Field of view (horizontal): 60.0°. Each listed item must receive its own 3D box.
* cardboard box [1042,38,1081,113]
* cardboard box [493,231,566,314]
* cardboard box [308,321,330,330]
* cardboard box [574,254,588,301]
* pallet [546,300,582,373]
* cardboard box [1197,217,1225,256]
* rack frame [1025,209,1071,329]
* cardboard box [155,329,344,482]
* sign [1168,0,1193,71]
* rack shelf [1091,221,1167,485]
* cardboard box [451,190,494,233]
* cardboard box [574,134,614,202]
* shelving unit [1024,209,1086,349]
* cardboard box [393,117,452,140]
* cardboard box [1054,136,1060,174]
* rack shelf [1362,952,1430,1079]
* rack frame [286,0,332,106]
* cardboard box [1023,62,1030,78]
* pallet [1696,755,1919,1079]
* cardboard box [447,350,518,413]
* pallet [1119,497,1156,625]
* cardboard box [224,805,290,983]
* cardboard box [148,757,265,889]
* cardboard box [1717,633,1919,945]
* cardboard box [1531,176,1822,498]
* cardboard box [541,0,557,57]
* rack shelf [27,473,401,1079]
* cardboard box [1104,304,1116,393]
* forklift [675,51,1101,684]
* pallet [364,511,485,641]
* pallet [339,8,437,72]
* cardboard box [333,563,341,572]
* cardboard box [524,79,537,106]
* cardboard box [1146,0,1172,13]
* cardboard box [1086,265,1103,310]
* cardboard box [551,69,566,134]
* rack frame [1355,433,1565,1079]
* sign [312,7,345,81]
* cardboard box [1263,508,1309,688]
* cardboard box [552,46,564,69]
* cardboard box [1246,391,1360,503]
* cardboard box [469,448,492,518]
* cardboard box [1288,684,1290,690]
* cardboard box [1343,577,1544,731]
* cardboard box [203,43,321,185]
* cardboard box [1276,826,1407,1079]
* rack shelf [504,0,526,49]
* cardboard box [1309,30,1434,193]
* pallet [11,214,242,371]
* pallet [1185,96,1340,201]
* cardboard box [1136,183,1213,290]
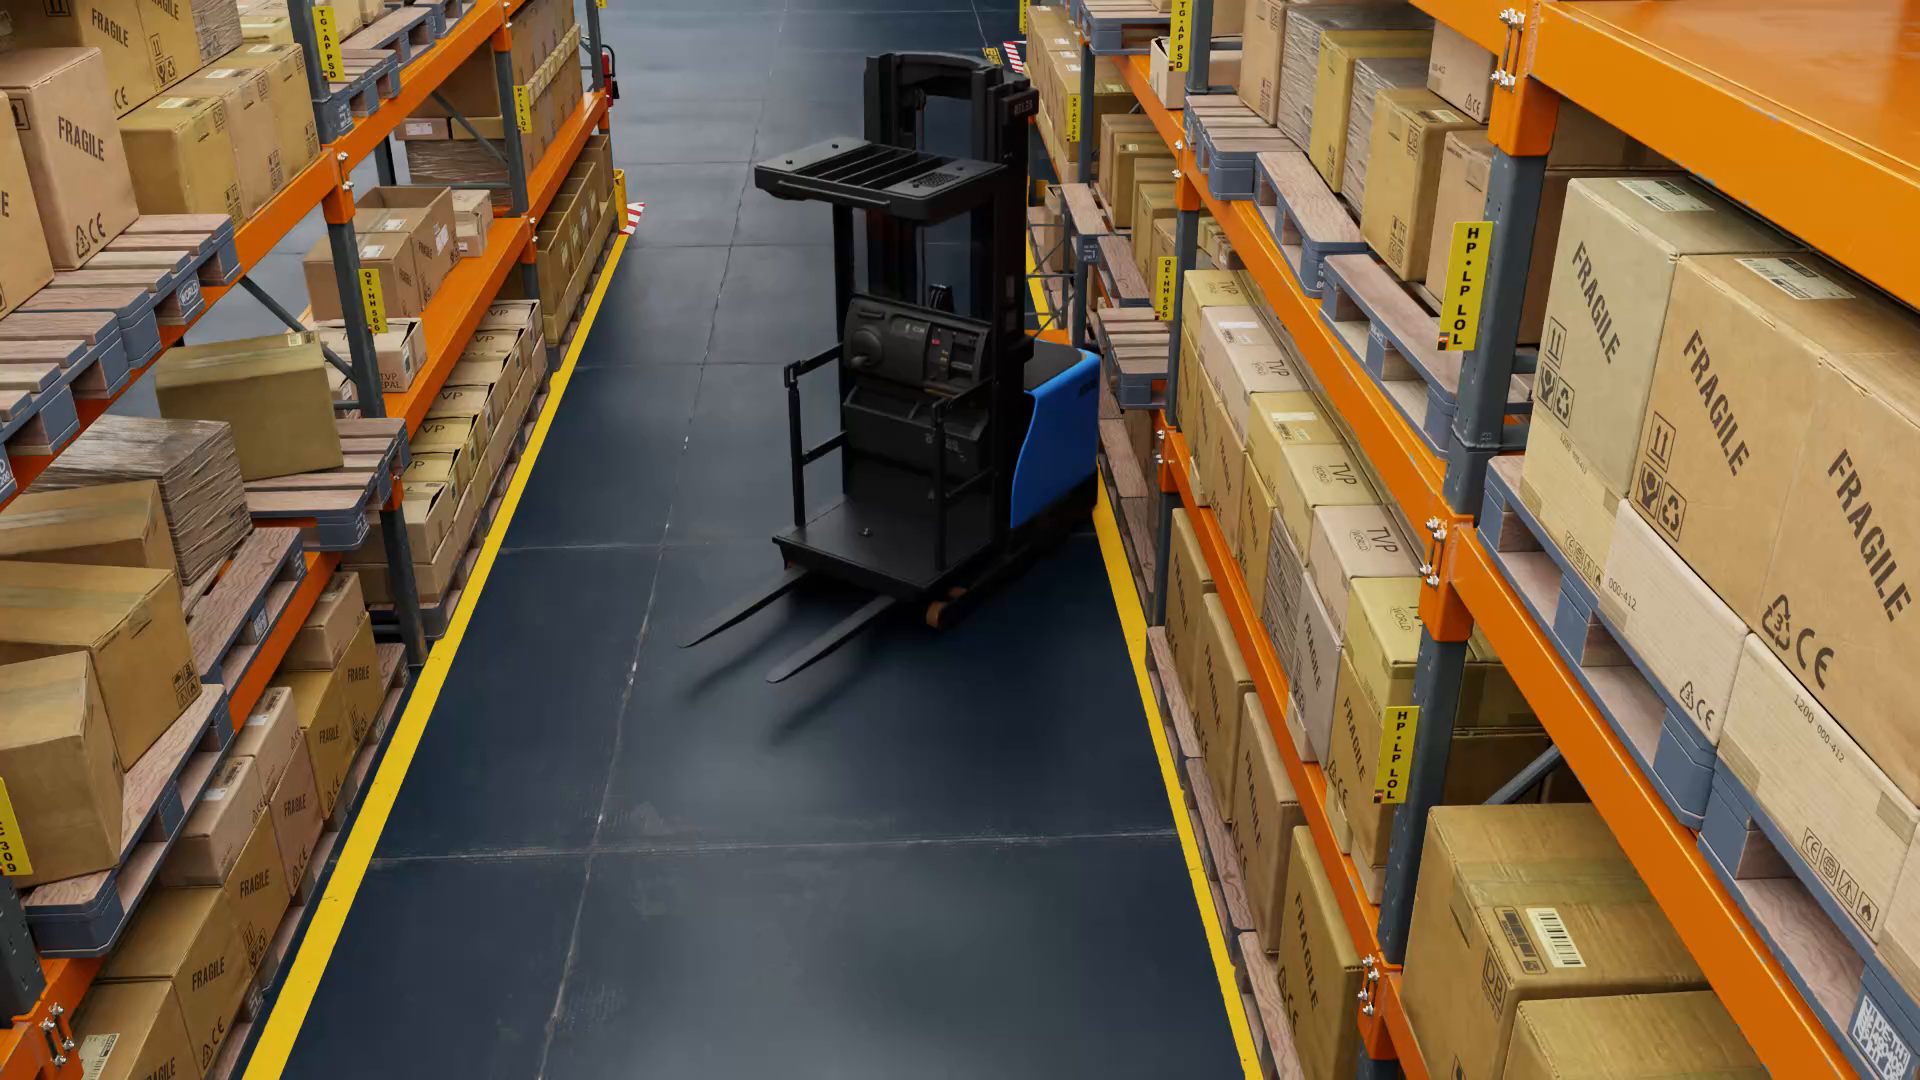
[{"bbox_3d":[0.944,-3.816,13.653,0.500,0.500,0.500,-1,28,-1],"label":"cardboard box"},{"bbox_3d":[-3.306,-2.027,12.602,0.500,0.500,0.500,-1,28,-3],"label":"cardboard box"},{"bbox_3d":[-3.508,-1.135,9.454,0.380,0.149,0.250,1,28,1],"label":"cardboard box"},{"bbox_3d":[-3.358,-2.157,13.660,0.500,0.250,0.500,-1,28,-3],"label":"cardboard box"},{"bbox_3d":[-3.594,-1.638,13.162,1.003,0.211,1.213,-1,28,-3],"label":"pallet"},{"bbox_3d":[1.482,-1.614,8.815,0.380,0.149,0.250,-6,28,-11],"label":"cardboard box"},{"bbox_3d":[0.500,-1.573,11.600,0.500,1.500,0.032,-1,29,-2],"label":"rack frame"},{"bbox_3d":[-3.240,-0.601,7.597,0.700,0.500,0.500,-11,29,-20],"label":"cardboard box"},{"bbox_3d":[1.019,-2.327,7.665,0.100,0.325,0.005,-1,28,-3],"label":"sign"},{"bbox_3d":[1.457,-1.385,10.439,1.077,0.370,4.000,-1,28,-3],"label":"rack shelf"},{"bbox_3d":[-3.525,-2.213,11.412,0.500,0.250,0.500,0,28,1],"label":"cardboard box"},{"bbox_3d":[-3.478,-3.412,15.257,0.500,0.500,0.500,-1,28,-3],"label":"cardboard box"},{"bbox_3d":[0.516,-1.325,11.146,0.587,1.500,1.083,-1,29,-2],"label":"shelving unit"},{"bbox_3d":[-3.822,-2.958,11.869,0.380,0.149,0.250,-1,28,-3],"label":"cardboard box"},{"bbox_3d":[1.007,-3.011,12.921,0.500,0.250,0.500,-1,28,-2],"label":"cardboard box"},{"bbox_3d":[1.875,2.310,3.356,1.077,0.370,4.000,-1,28,-3],"label":"rack shelf"},{"bbox_3d":[-3.385,-3.319,6.882,1.000,3.000,0.127,-1,28,-3],"label":"rack frame"},{"bbox_3d":[0.852,-4.184,15.169,0.500,0.250,0.500,-2,28,-4],"label":"cardboard box"},{"bbox_3d":[1.863,0.717,2.485,1.003,0.211,1.213,-1,28,-3],"label":"pallet"},{"bbox_3d":[-3.230,-1.071,10.972,0.500,0.311,0.500,-1,28,-3],"label":"cardboard box"},{"bbox_3d":[1.522,0.095,9.839,1.003,0.211,1.213,-1,28,-3],"label":"pallet"},{"bbox_3d":[-3.016,1.395,6.558,0.500,0.500,0.500,-1,28,-2],"label":"cardboard box"},{"bbox_3d":[-3.011,1.078,6.356,0.500,0.250,0.500,-1,28,-3],"label":"cardboard box"},{"bbox_3d":[1.589,0.371,2.651,0.500,0.250,0.500,-2,28,-4],"label":"cardboard box"},{"bbox_3d":[1.527,-0.423,3.363,0.500,0.500,0.500,-2,28,-3],"label":"cardboard box"},{"bbox_3d":[-3.729,-4.257,13.657,0.700,0.500,0.500,-1,28,-2],"label":"cardboard box"},{"bbox_3d":[-3.281,0.584,6.665,1.077,0.370,4.000,-1,28,-3],"label":"rack shelf"},{"bbox_3d":[1.407,-1.375,11.869,0.700,0.500,0.500,0,28,-1],"label":"cardboard box"},{"bbox_3d":[-0.371,-1.046,9.086,1.130,2.935,3.031,17,32,30],"label":"forklift"},{"bbox_3d":[-3.389,0.197,9.645,1.003,0.211,1.213,-1,28,-3],"label":"pallet"},{"bbox_3d":[-3.571,-2.733,9.206,1.003,0.211,1.213,0,28,0],"label":"pallet"},{"bbox_3d":[-3.656,0.137,9.263,0.500,0.250,0.500,-1,28,-1],"label":"cardboard box"},{"bbox_3d":[-3.469,-3.438,12.789,0.380,0.149,0.250,-2,28,-4],"label":"cardboard box"},{"bbox_3d":[1.366,-3.364,9.650,0.500,0.500,0.500,-2,28,-4],"label":"cardboard box"},{"bbox_3d":[1.258,-2.192,13.437,0.500,0.500,0.500,-3,28,-7],"label":"cardboard box"},{"bbox_3d":[-3.739,-3.710,14.011,0.700,0.500,0.500,-1,28,-2],"label":"cardboard box"},{"bbox_3d":[1.770,1.067,4.960,1.000,3.000,0.127,-1,28,-3],"label":"rack frame"},{"bbox_3d":[-2.843,-2.230,7.479,0.100,0.325,0.005,-1,28,-3],"label":"sign"},{"bbox_3d":[1.440,0.207,6.157,0.500,0.500,0.500,-1,28,-3],"label":"cardboard box"},{"bbox_3d":[-3.539,-4.037,13.937,0.380,0.149,0.250,-1,28,-1],"label":"cardboard box"},{"bbox_3d":[1.419,-0.367,6.448,0.500,0.250,0.500,-2,28,-4],"label":"cardboard box"},{"bbox_3d":[-3.180,-0.347,10.191,0.500,0.250,0.500,-2,28,-4],"label":"cardboard box"},{"bbox_3d":[1.446,0.549,6.204,0.380,0.149,0.250,-1,28,-3],"label":"cardboard box"},{"bbox_3d":[1.490,0.340,5.092,0.500,0.250,0.500,-1,28,-1],"label":"cardboard box"},{"bbox_3d":[-3.329,-1.832,7.168,0.910,0.500,0.500,-1,28,-3],"label":"cardboard box"},{"bbox_3d":[1.606,1.537,5.930,0.750,0.750,0.750,-1,28,-2],"label":"cardboard box"},{"bbox_3d":[-3.699,-4.441,13.055,1.077,0.370,4.000,-1,28,-3],"label":"rack shelf"},{"bbox_3d":[1.740,-1.628,6.300,0.700,0.500,0.500,0,28,0],"label":"cardboard box"},{"bbox_3d":[-3.198,-0.840,5.576,1.213,0.211,1.003,-1,28,-3],"label":"pallet"},{"bbox_3d":[1.648,-1.730,7.284,1.213,0.211,1.003,0,28,0],"label":"pallet"},{"bbox_3d":[1.440,-1.811,9.895,0.700,0.500,0.500,-1,28,-3],"label":"cardboard box"}]
